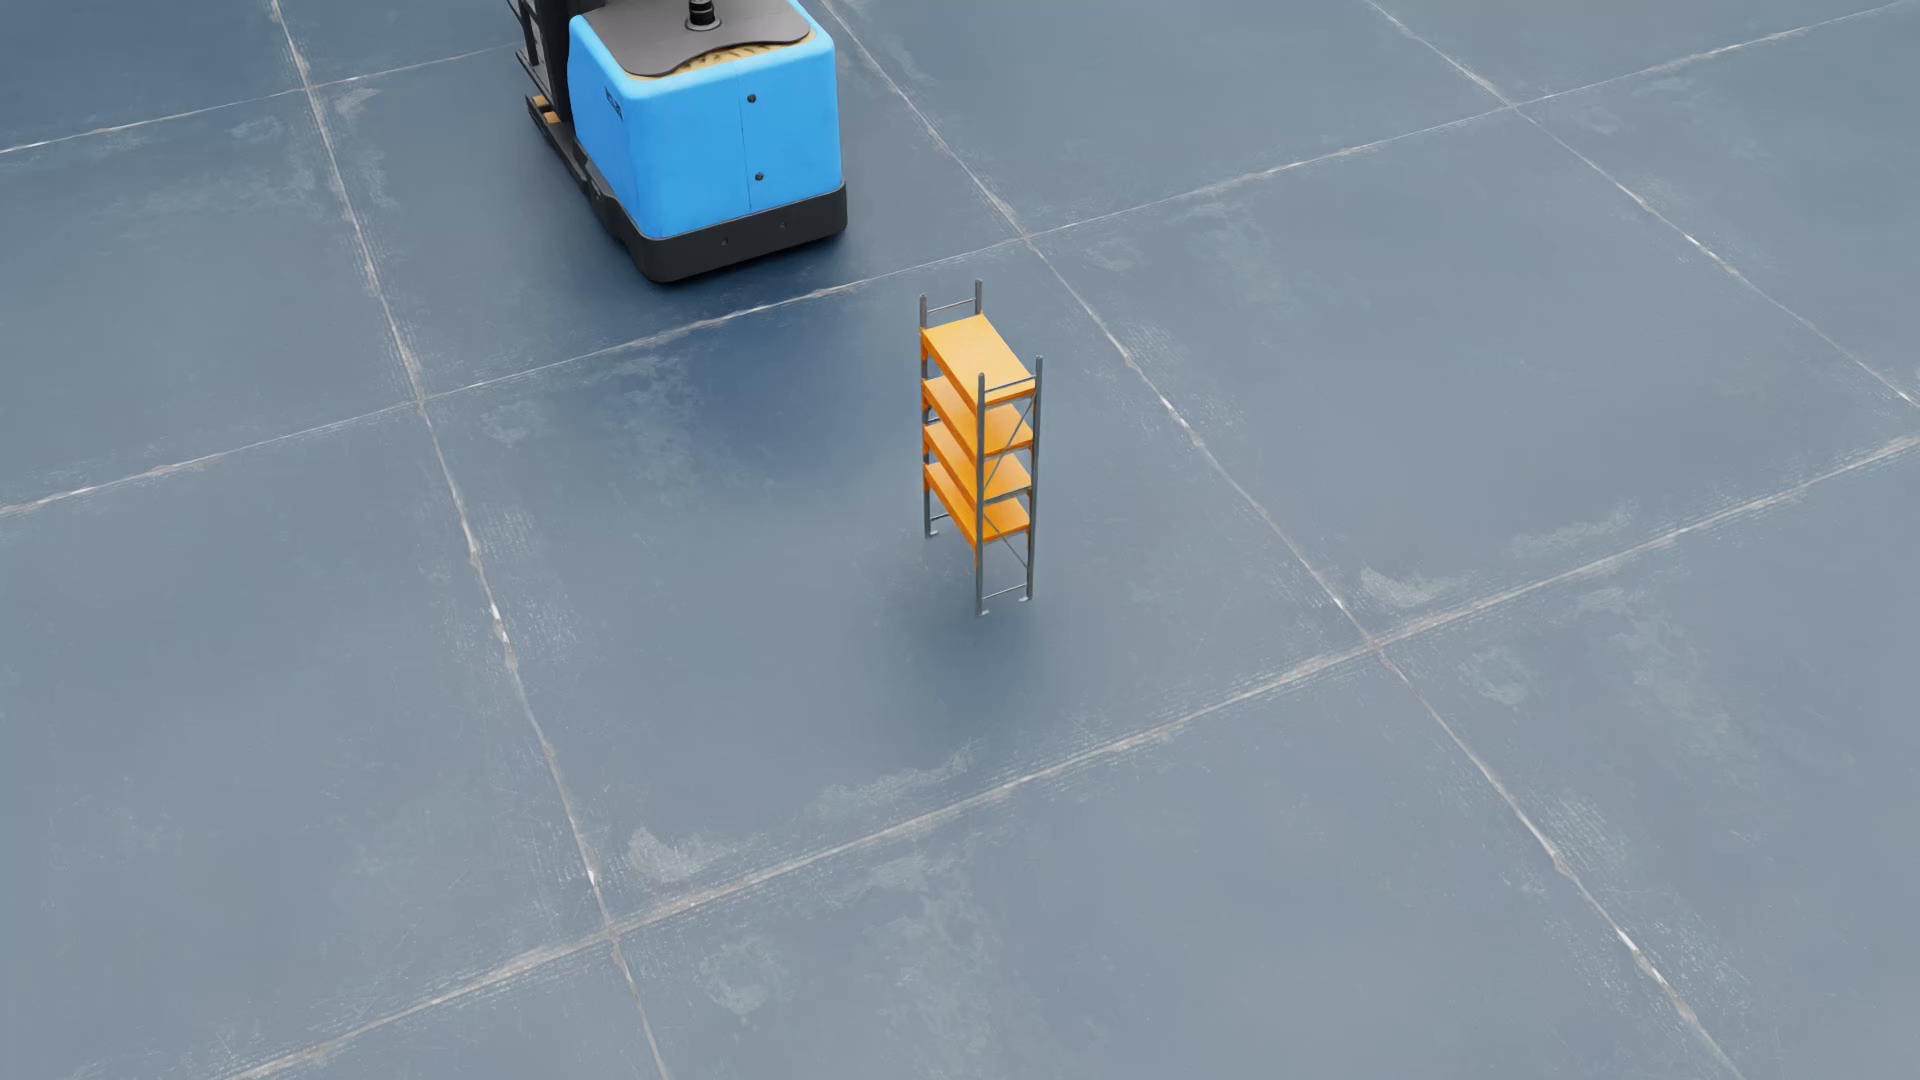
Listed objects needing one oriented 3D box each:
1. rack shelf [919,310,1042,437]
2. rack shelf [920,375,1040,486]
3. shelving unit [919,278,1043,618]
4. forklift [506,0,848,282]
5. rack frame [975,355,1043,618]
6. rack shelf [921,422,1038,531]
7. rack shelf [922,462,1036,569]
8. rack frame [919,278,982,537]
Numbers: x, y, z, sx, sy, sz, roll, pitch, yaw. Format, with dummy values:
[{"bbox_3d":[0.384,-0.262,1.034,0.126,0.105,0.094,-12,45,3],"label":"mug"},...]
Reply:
[{"bbox_3d":[0.070,-0.601,5.946,0.258,0.148,0.480,-18,47,-17],"label":"rack shelf"},{"bbox_3d":[0.070,-0.433,6.112,0.258,0.148,0.480,-18,47,-17],"label":"rack shelf"},{"bbox_3d":[0.070,-0.322,6.222,0.258,1.200,0.503,-18,47,-17],"label":"shelving unit"},{"bbox_3d":[-1.687,-3.301,8.009,1.130,2.935,3.031,-20,48,-19],"label":"forklift"},{"bbox_3d":[0.172,-0.166,6.064,0.240,1.200,0.015,-18,47,-17],"label":"rack frame"},{"bbox_3d":[0.070,-0.274,6.269,0.258,0.148,0.480,-18,47,-17],"label":"rack shelf"},{"bbox_3d":[0.070,-0.132,6.408,0.258,0.148,0.480,-18,47,-17],"label":"rack shelf"},{"bbox_3d":[-0.033,-0.477,6.379,0.240,1.200,0.015,-18,47,-17],"label":"rack frame"}]
